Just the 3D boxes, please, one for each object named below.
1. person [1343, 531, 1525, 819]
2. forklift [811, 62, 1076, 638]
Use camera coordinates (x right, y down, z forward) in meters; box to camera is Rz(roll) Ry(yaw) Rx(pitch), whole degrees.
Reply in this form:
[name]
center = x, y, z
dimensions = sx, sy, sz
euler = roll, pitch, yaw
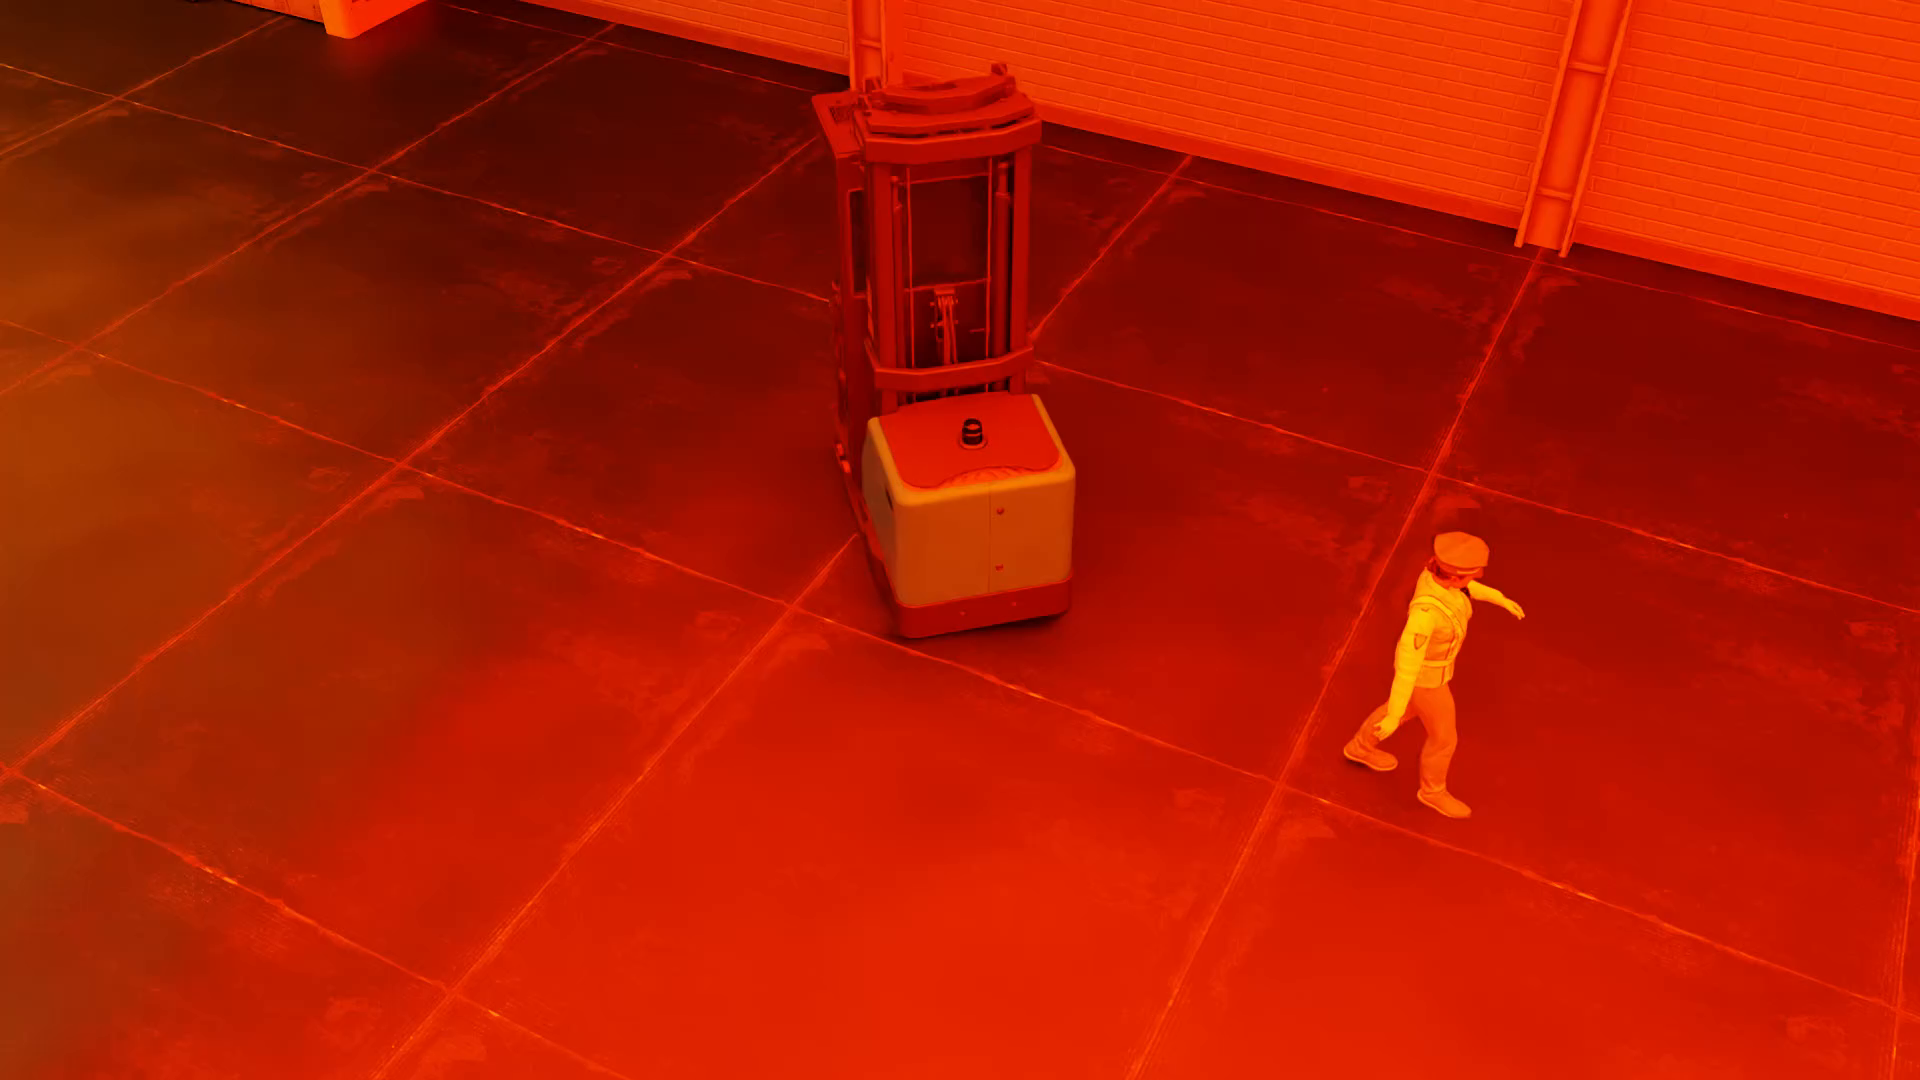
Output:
[person]
center = 2.350, 0.680, 8.200
dimensions = 0.711, 1.650, 0.893
euler = 13, 42, 14
[forklift]
center = -0.208, -1.518, 9.789
dimensions = 1.130, 2.935, 3.031
euler = -9, 41, -11
